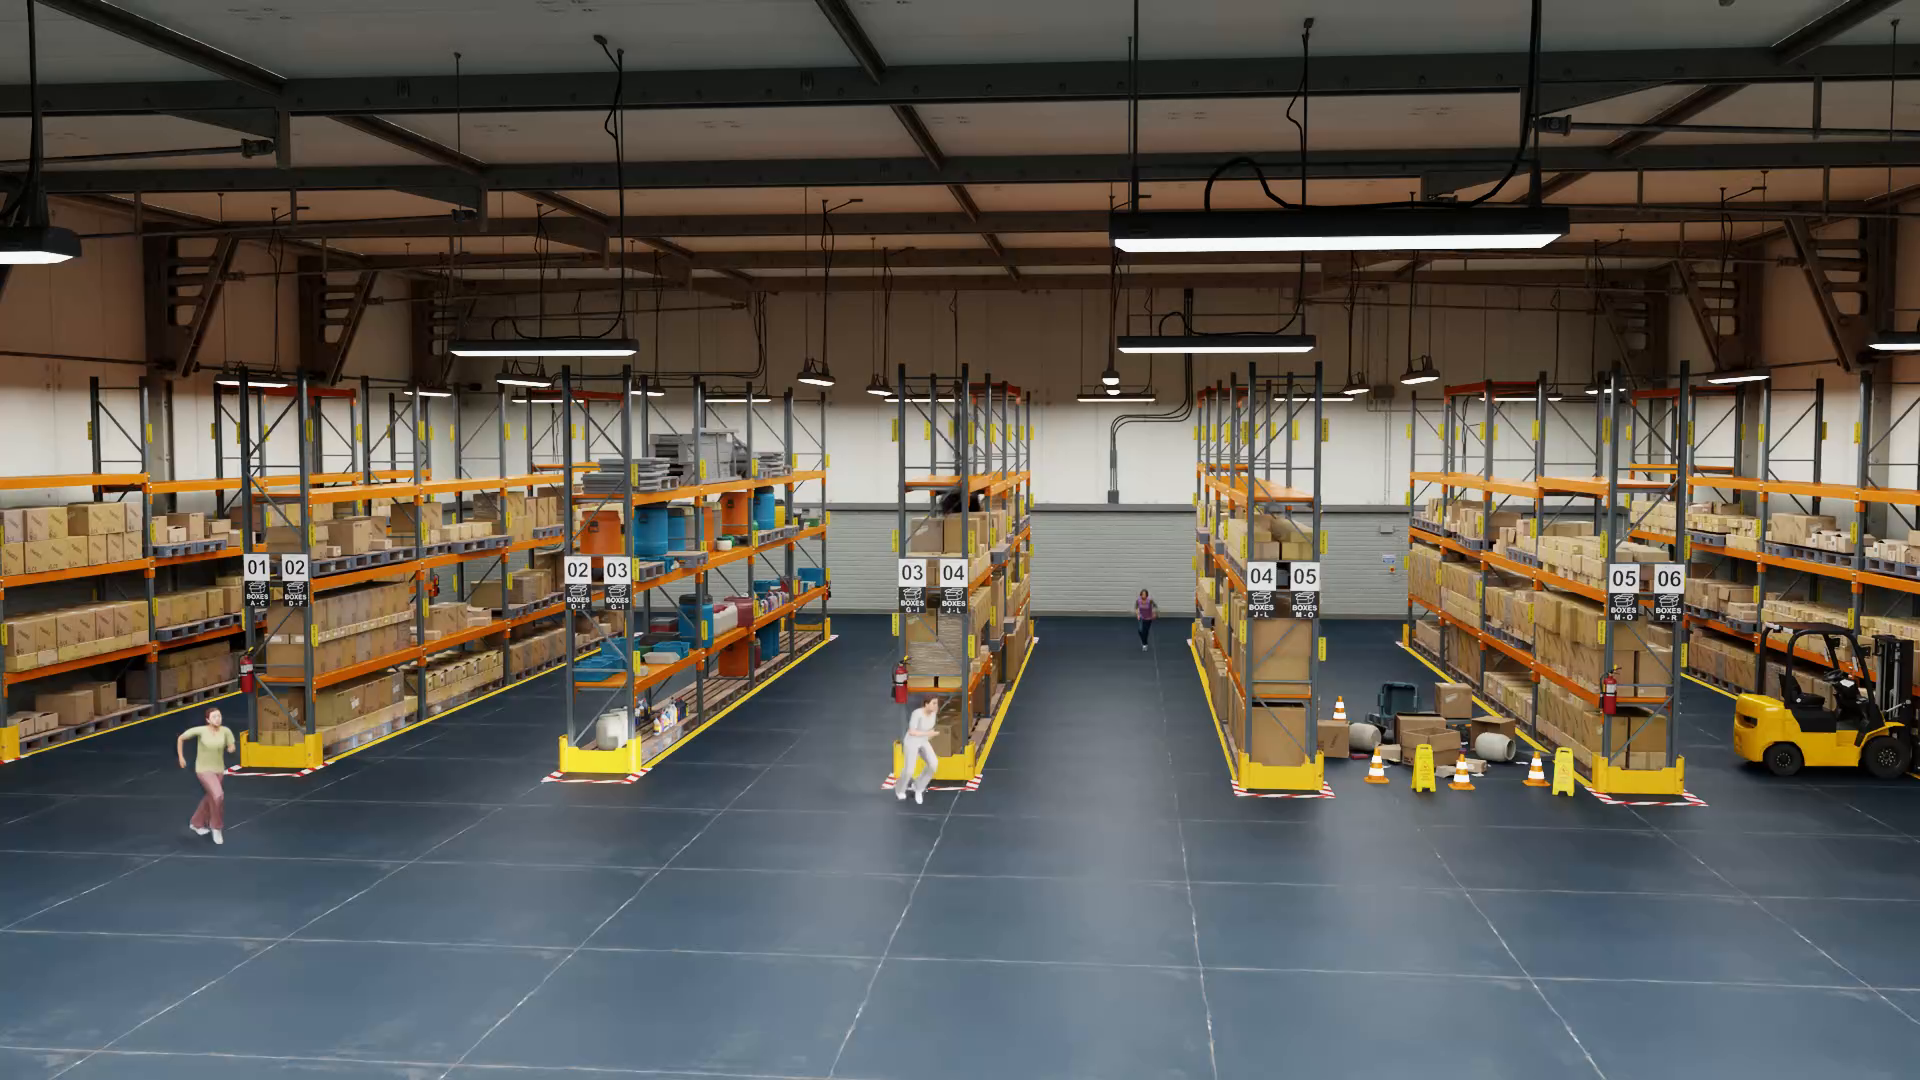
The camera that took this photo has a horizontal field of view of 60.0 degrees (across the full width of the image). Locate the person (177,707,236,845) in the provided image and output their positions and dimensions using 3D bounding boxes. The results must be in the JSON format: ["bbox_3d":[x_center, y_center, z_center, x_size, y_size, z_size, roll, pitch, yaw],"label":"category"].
[{"bbox_3d":[-9.201,2.865,20.365,0.800,1.674,0.601,3,5,37],"label":"person"}]

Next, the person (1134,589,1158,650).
[{"bbox_3d":[4.308,1.827,38.438,0.546,1.447,0.800,1,4,13],"label":"person"}]

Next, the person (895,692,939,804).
[{"bbox_3d":[-0.540,2.790,22.463,0.593,1.538,0.926,-3,5,-42],"label":"person"}]
